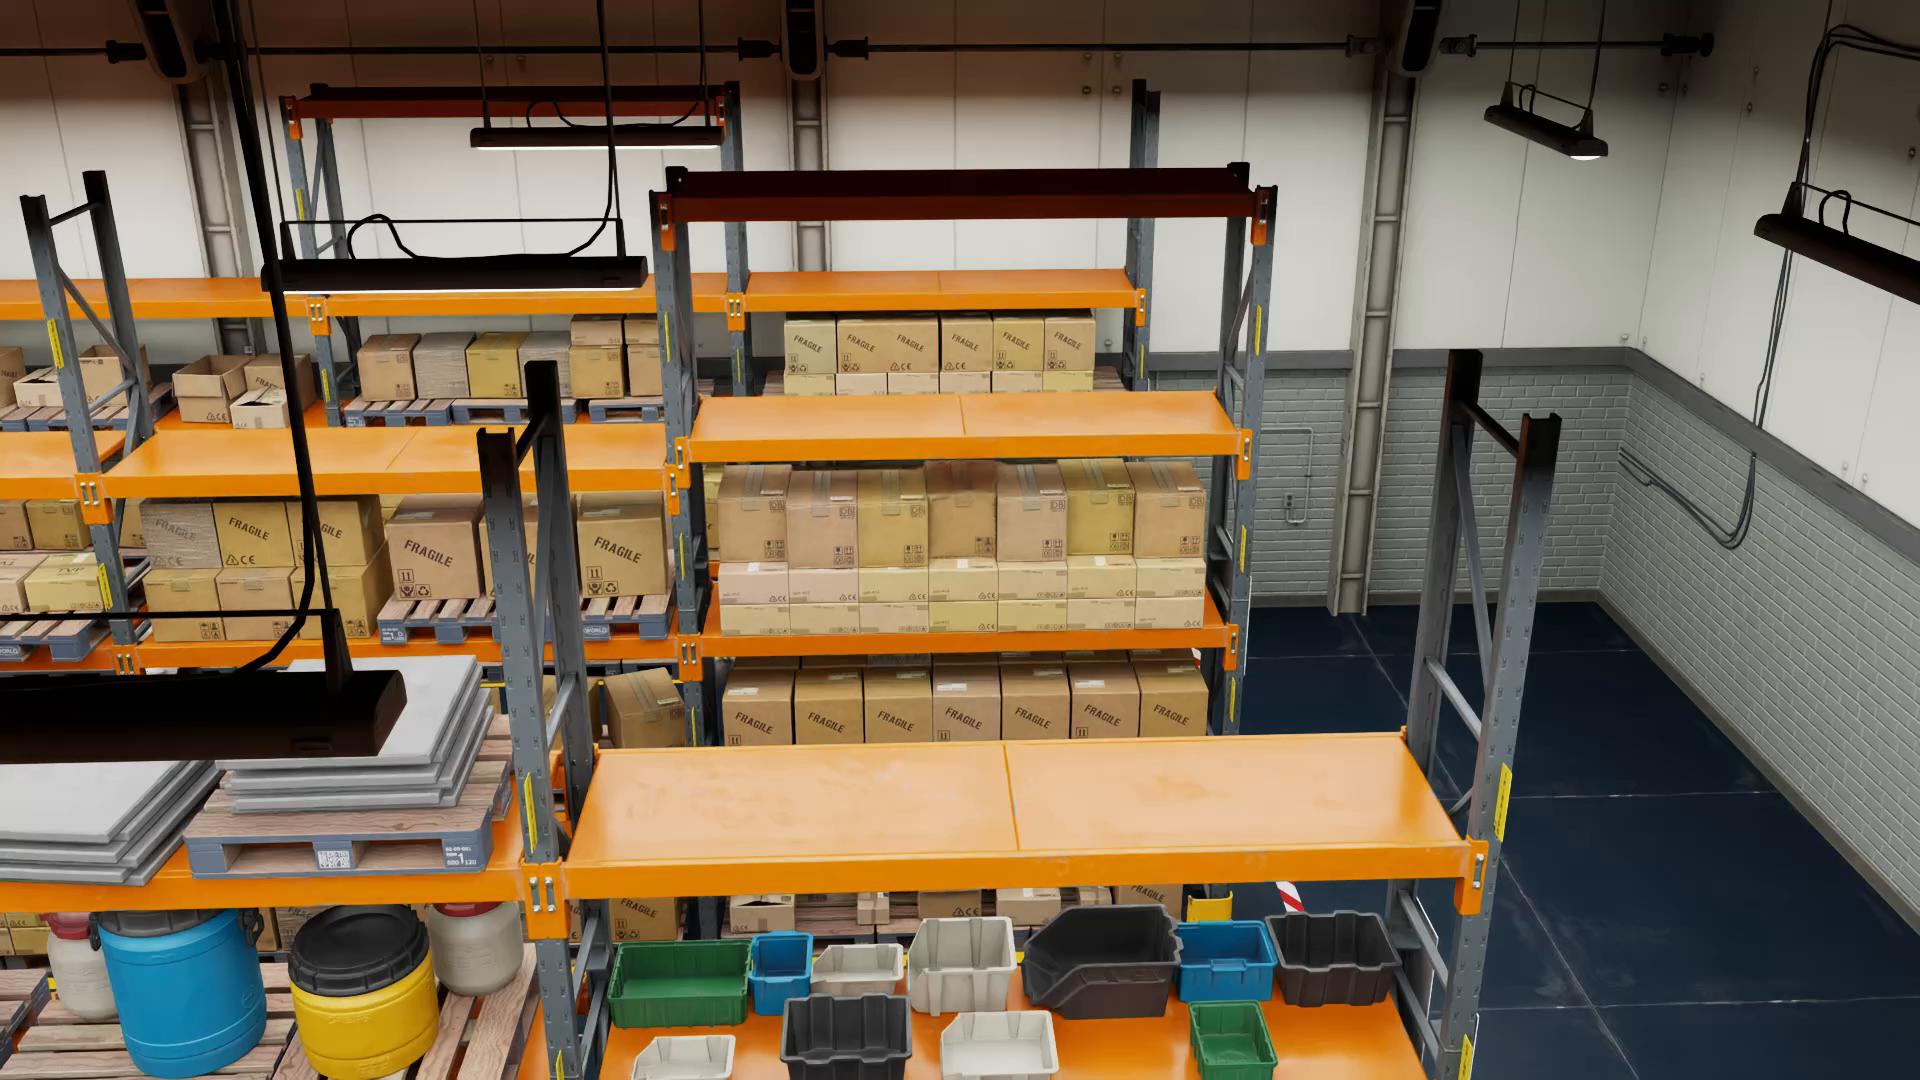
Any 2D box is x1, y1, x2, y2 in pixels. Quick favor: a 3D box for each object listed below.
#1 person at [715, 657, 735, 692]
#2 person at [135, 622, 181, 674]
[{"bbox_3d":[-2.361,1.134,16.192,1.087,1.595,0.425,-8,23,-19],"label":"person"},{"bbox_3d":[-7.280,1.525,15.038,0.989,1.712,0.584,-7,23,-16],"label":"person"}]
